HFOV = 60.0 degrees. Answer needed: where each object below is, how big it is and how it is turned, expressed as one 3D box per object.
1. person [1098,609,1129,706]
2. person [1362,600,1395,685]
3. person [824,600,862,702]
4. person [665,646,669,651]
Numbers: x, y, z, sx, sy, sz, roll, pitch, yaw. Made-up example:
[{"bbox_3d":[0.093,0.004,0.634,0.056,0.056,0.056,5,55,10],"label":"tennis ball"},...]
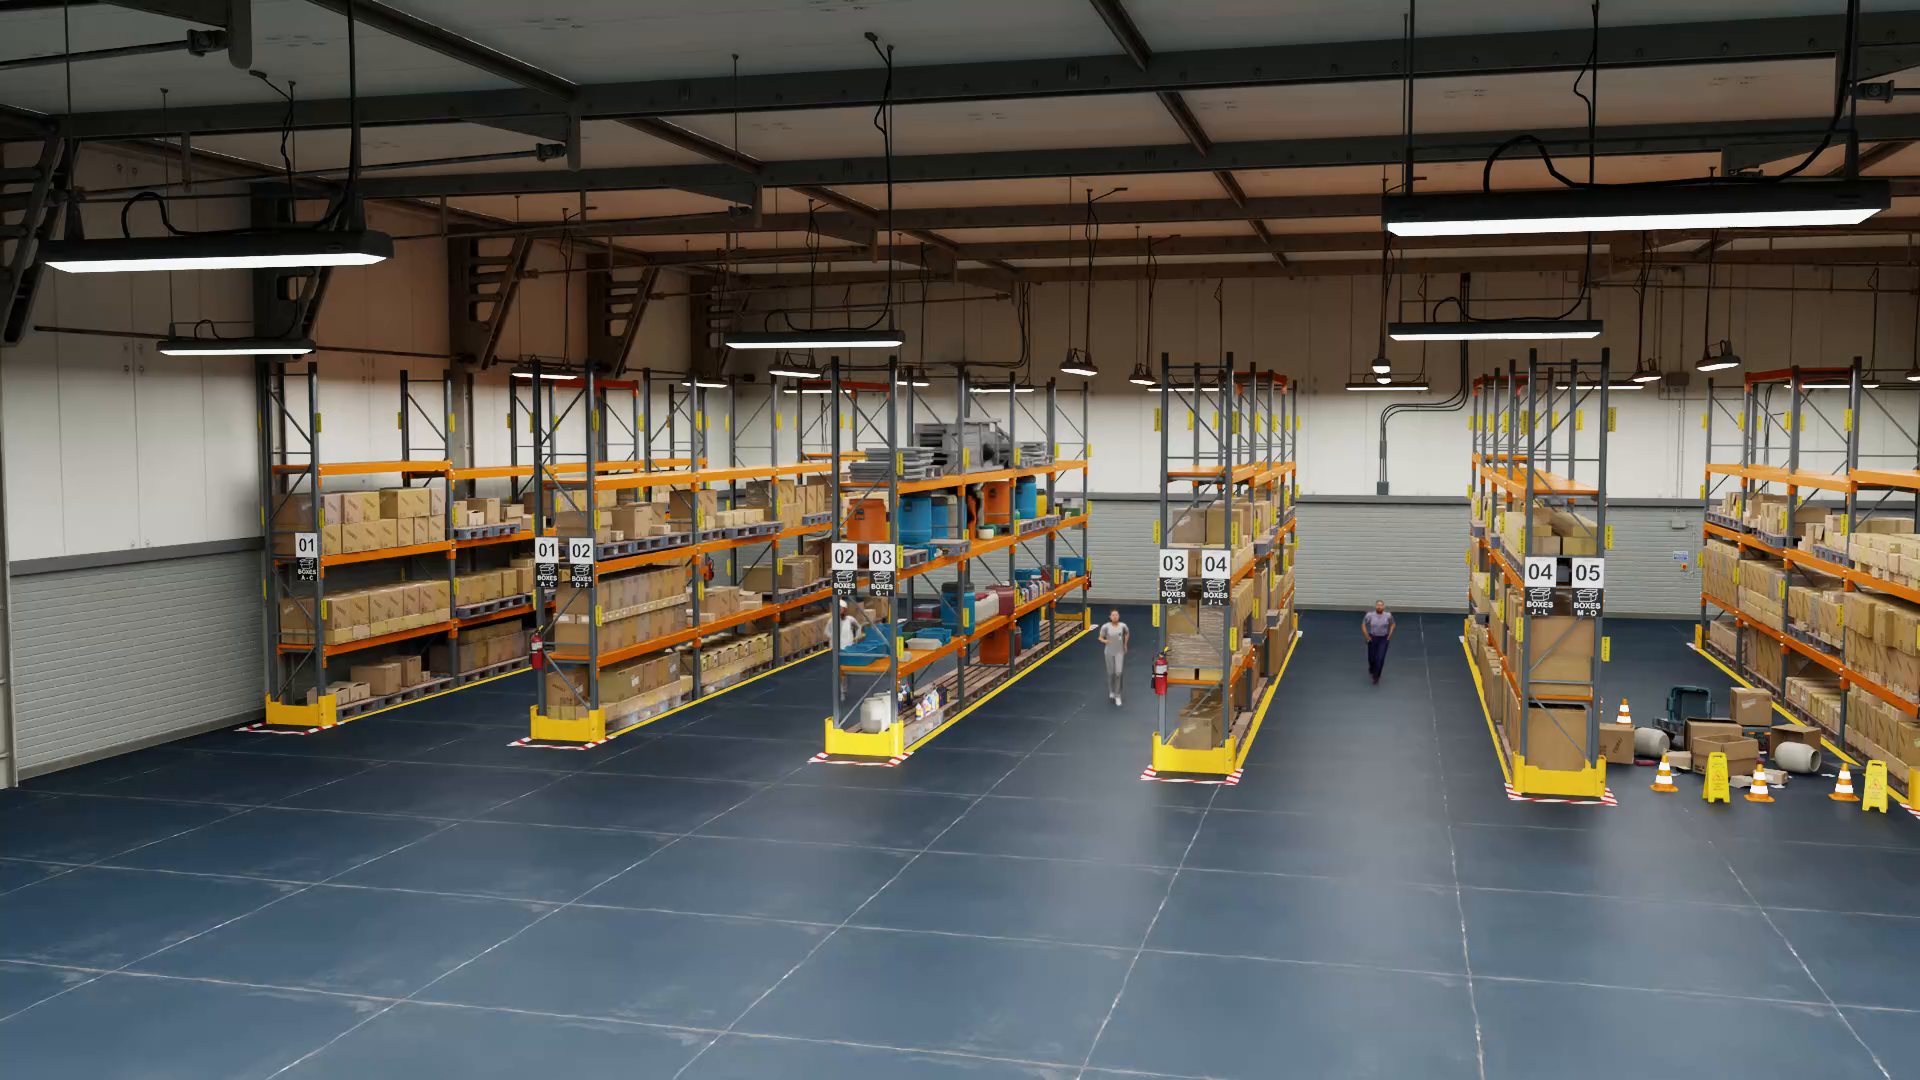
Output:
[{"bbox_3d":[2.752,2.074,29.787,0.552,1.710,0.774,0,4,6],"label":"person"},{"bbox_3d":[8.078,1.962,32.104,0.627,1.609,0.651,1,4,11],"label":"person"},{"bbox_3d":[-2.143,1.986,30.244,0.676,1.802,0.854,1,4,9],"label":"person"},{"bbox_3d":[-6.381,1.718,35.084,0.588,1.658,0.546,1,4,12],"label":"person"}]
